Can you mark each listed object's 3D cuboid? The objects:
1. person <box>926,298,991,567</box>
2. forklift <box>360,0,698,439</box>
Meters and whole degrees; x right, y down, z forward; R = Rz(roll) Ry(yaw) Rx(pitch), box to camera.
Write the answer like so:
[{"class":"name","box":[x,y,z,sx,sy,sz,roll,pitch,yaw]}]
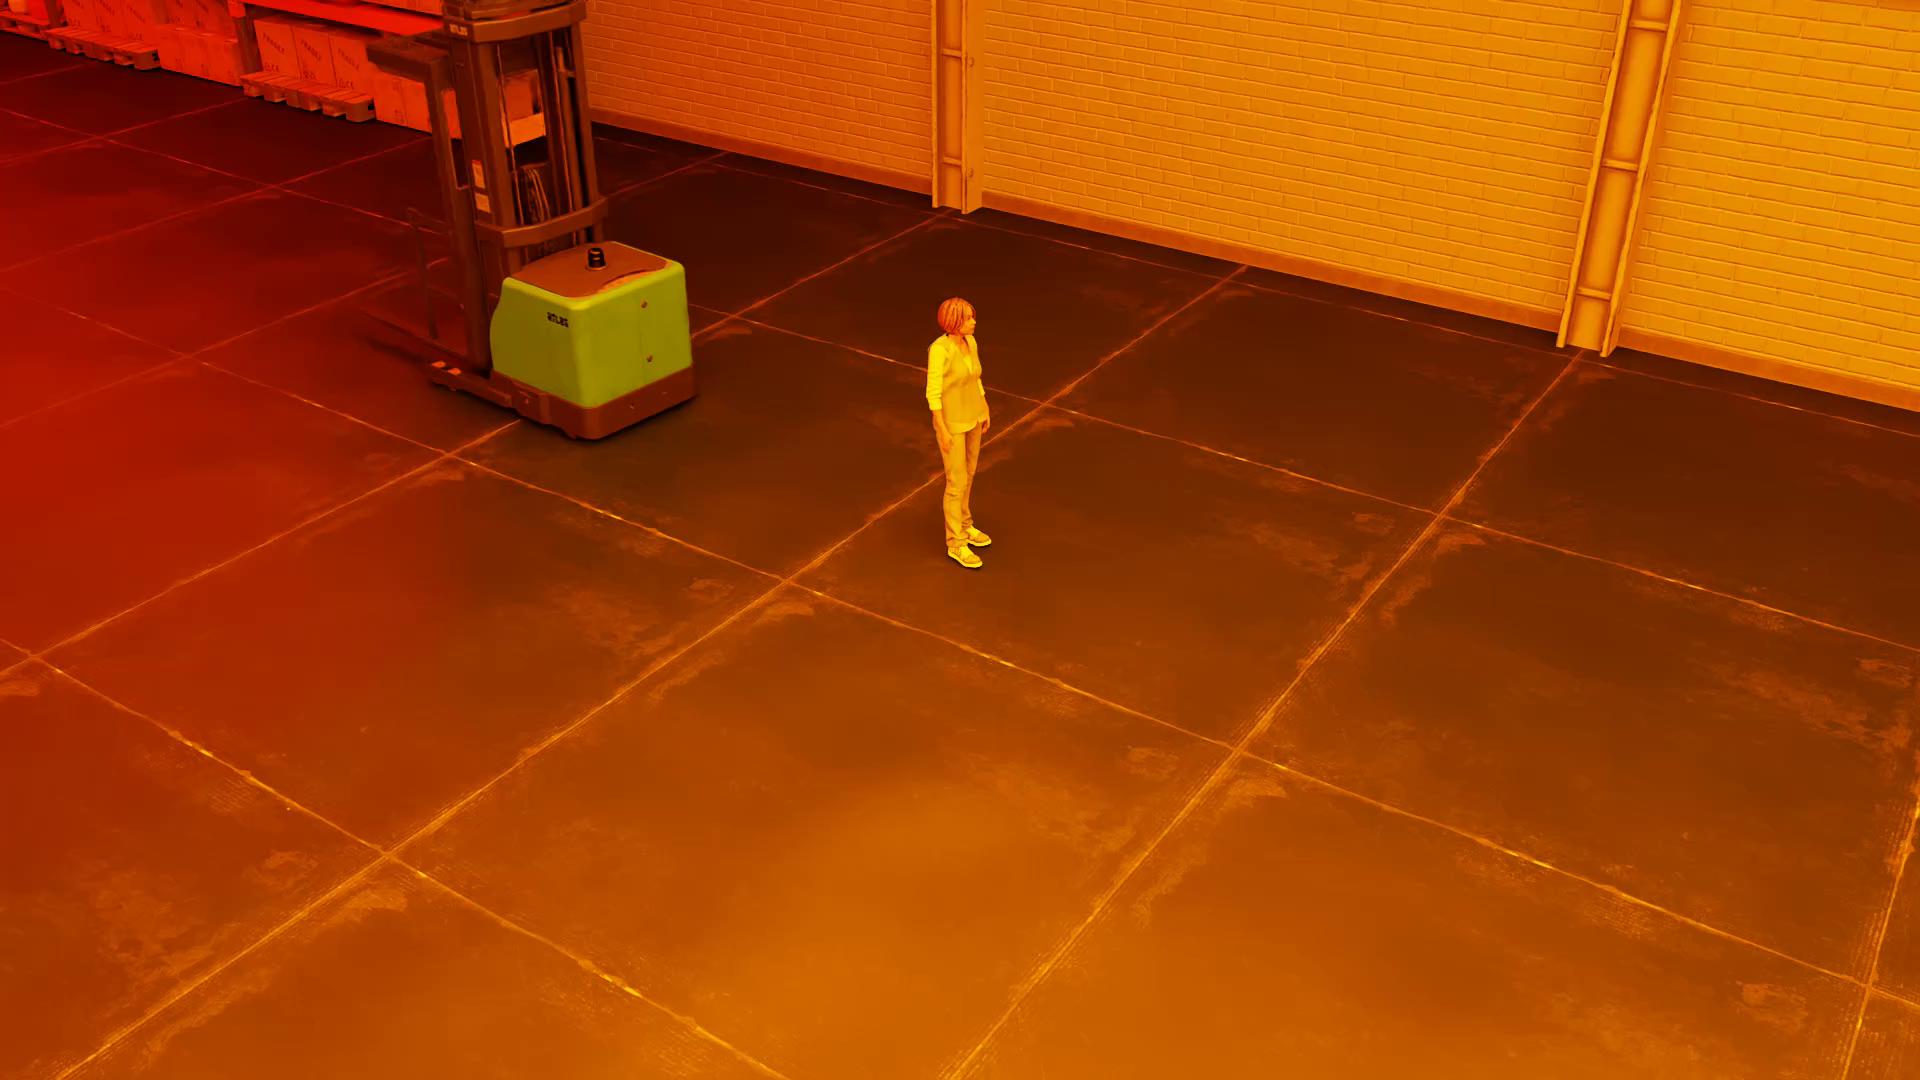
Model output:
[{"class":"person","box":[0.054,-0.669,10.050,0.473,1.595,0.520,19,35,29]},{"class":"forklift","box":[-3.392,-2.566,12.000,3.031,2.935,1.130,22,37,33]}]
